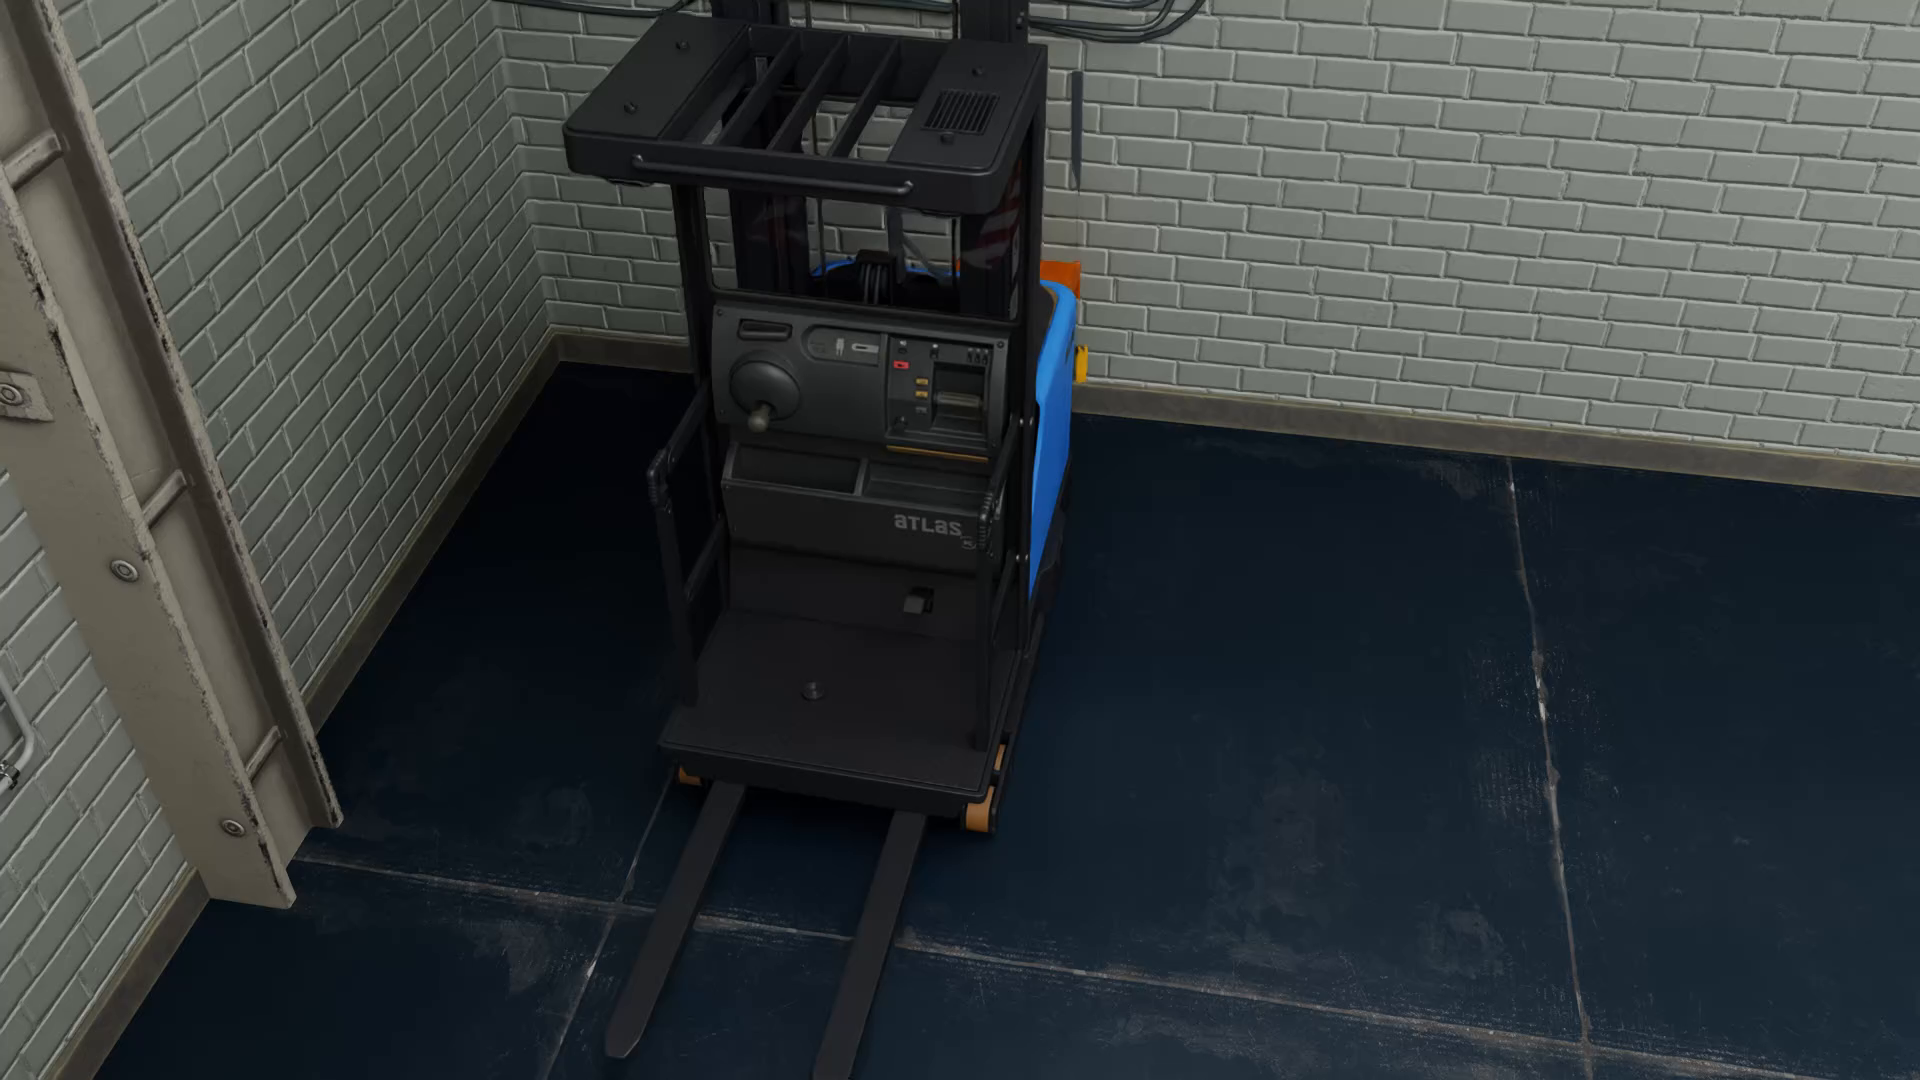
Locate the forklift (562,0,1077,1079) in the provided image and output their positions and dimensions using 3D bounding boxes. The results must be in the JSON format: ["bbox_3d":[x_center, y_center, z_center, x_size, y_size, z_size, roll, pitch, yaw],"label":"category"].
[{"bbox_3d":[-0.357,-0.415,4.952,1.130,2.935,3.031,8,40,9],"label":"forklift"}]

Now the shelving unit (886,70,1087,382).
[{"bbox_3d":[0.137,-0.974,6.628,0.587,1.500,1.083,8,42,12],"label":"shelving unit"}]

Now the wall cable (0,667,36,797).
[{"bbox_3d":[-2.590,0.375,3.145,0.084,1.984,1.851,6,40,8],"label":"wall cable"}]

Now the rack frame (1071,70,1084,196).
[{"bbox_3d":[0.262,-1.291,6.993,0.500,1.500,0.032,8,42,12],"label":"rack frame"}]

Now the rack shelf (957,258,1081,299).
[{"bbox_3d":[0.140,-0.832,6.738,0.538,0.185,1.000,8,42,12],"label":"rack shelf"}]

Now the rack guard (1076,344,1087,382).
[{"bbox_3d":[0.281,-0.815,7.397,0.587,0.250,0.087,8,42,12],"label":"rack guard"}]

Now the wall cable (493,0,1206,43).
[{"bbox_3d":[-0.549,-2.951,5.694,3.097,2.526,0.112,6,40,8],"label":"wall cable"}]

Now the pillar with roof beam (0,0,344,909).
[{"bbox_3d":[1.975,-1.953,2.050,9.100,9.000,0.400,6,40,8],"label":"pillar with roof beam"}]

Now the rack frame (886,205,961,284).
[{"bbox_3d":[0.006,-0.646,6.250,0.500,1.500,0.032,8,42,12],"label":"rack frame"}]
